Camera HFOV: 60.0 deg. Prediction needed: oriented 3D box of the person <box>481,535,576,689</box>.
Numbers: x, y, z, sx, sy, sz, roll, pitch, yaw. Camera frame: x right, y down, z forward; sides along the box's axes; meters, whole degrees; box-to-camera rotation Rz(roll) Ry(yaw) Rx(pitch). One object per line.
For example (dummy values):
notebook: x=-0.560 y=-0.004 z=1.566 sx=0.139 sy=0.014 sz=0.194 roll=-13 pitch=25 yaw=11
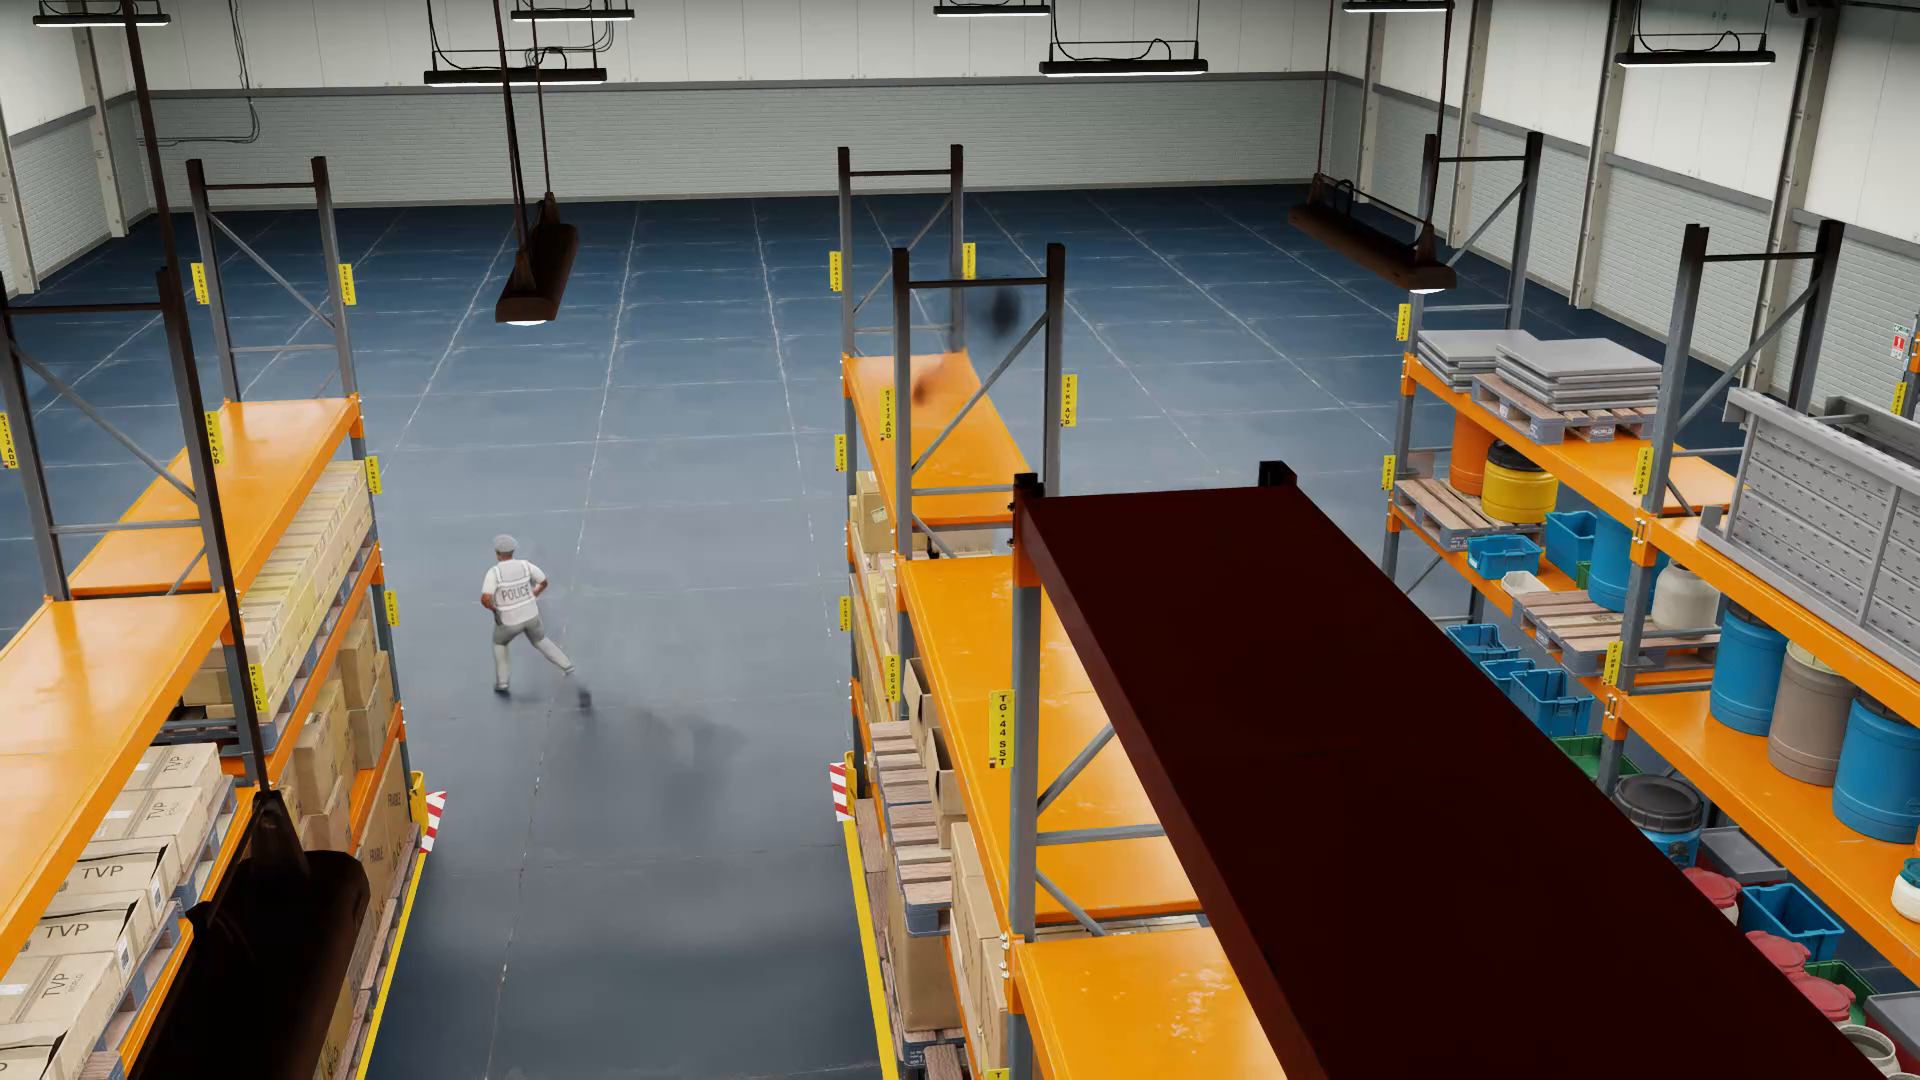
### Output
person: x=-4.572 y=0.797 z=17.339 sx=0.897 sy=1.788 sz=0.736 roll=-19 pitch=29 yaw=-40
